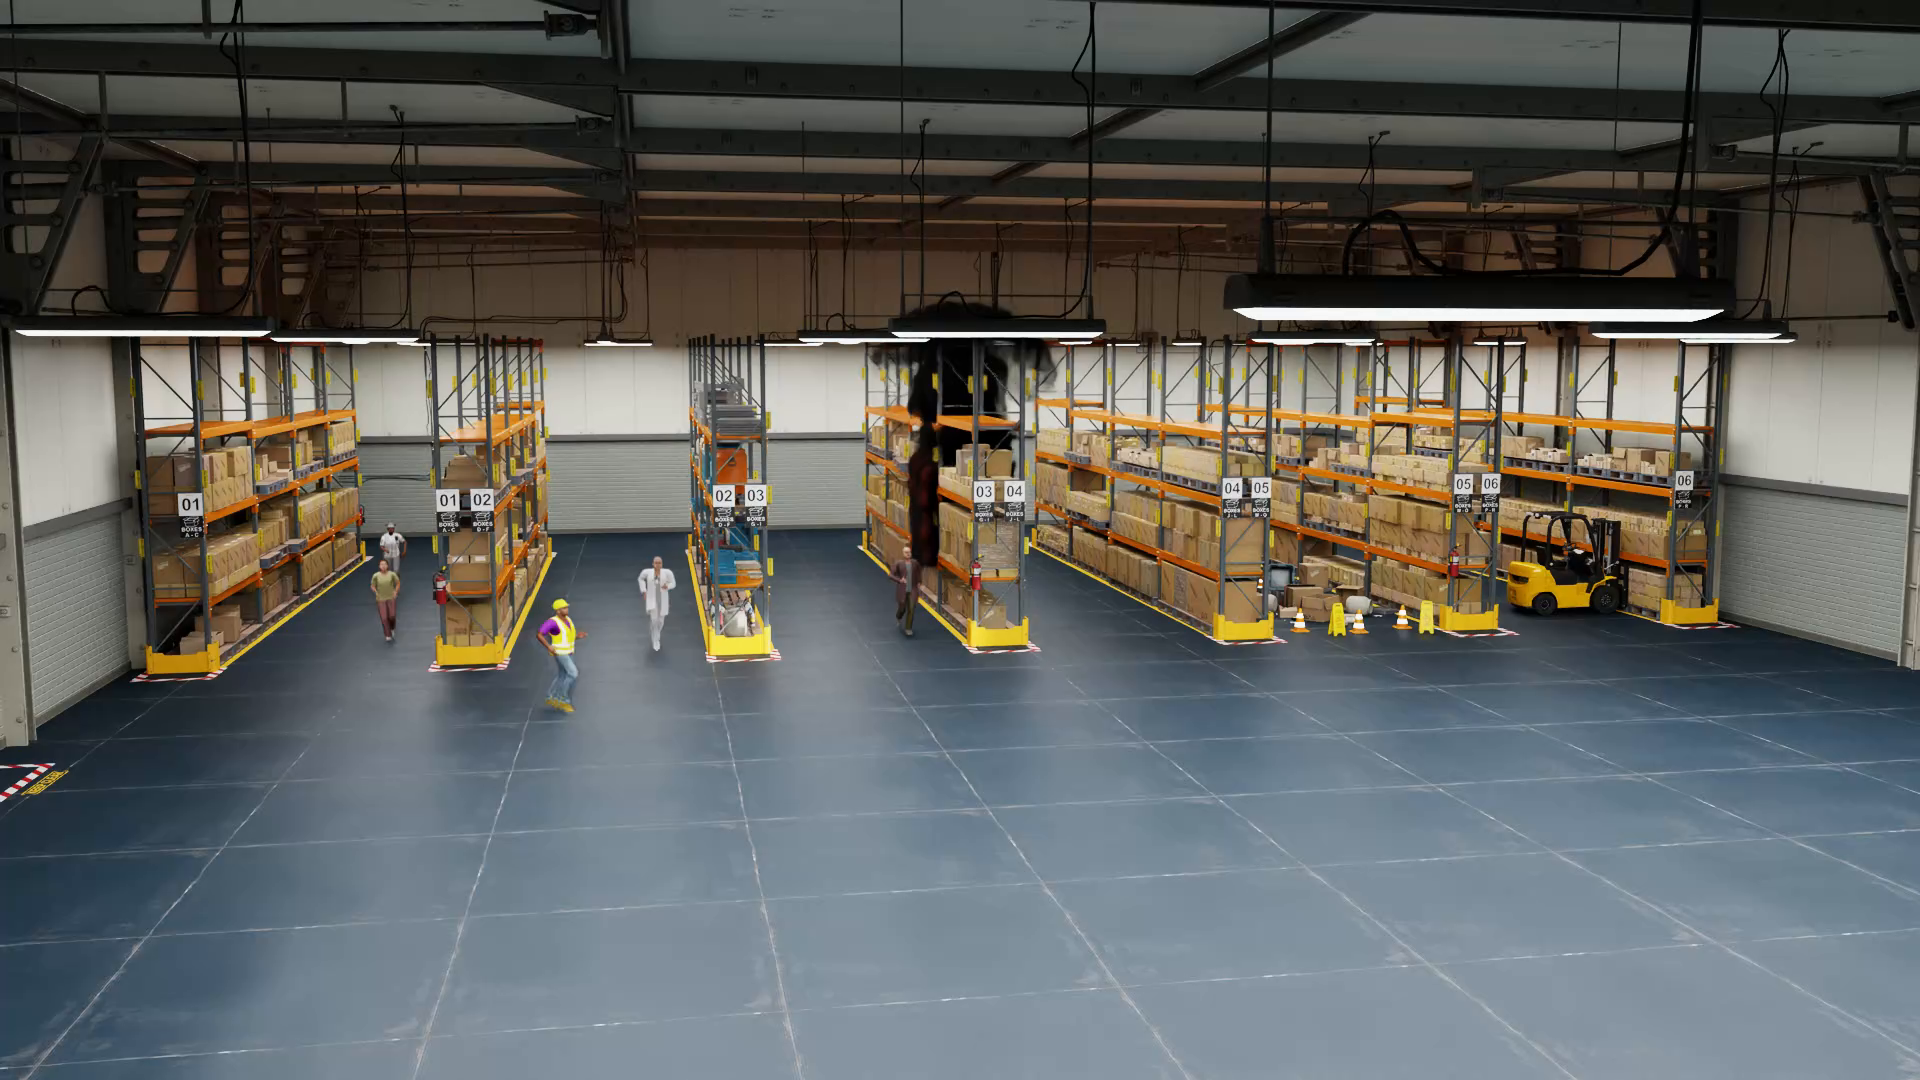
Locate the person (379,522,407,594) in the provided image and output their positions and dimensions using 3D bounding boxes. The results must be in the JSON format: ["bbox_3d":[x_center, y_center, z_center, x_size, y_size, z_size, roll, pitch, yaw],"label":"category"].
[{"bbox_3d":[-13.296,0.438,39.005,0.590,1.734,0.686,-2,7,-14],"label":"person"}]

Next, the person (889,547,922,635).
[{"bbox_3d":[-1.084,1.008,33.558,0.718,1.746,0.833,-2,7,-15],"label":"person"}]

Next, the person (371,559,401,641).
[{"bbox_3d":[-11.251,1.178,32.590,0.556,1.626,0.520,-2,7,-16],"label":"person"}]

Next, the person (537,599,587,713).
[{"bbox_3d":[-6.286,1.840,26.367,0.714,1.819,0.674,2,7,13],"label":"person"}]

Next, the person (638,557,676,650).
[{"bbox_3d":[-5.794,1.219,31.879,0.663,1.818,0.881,-2,7,-20],"label":"person"}]
